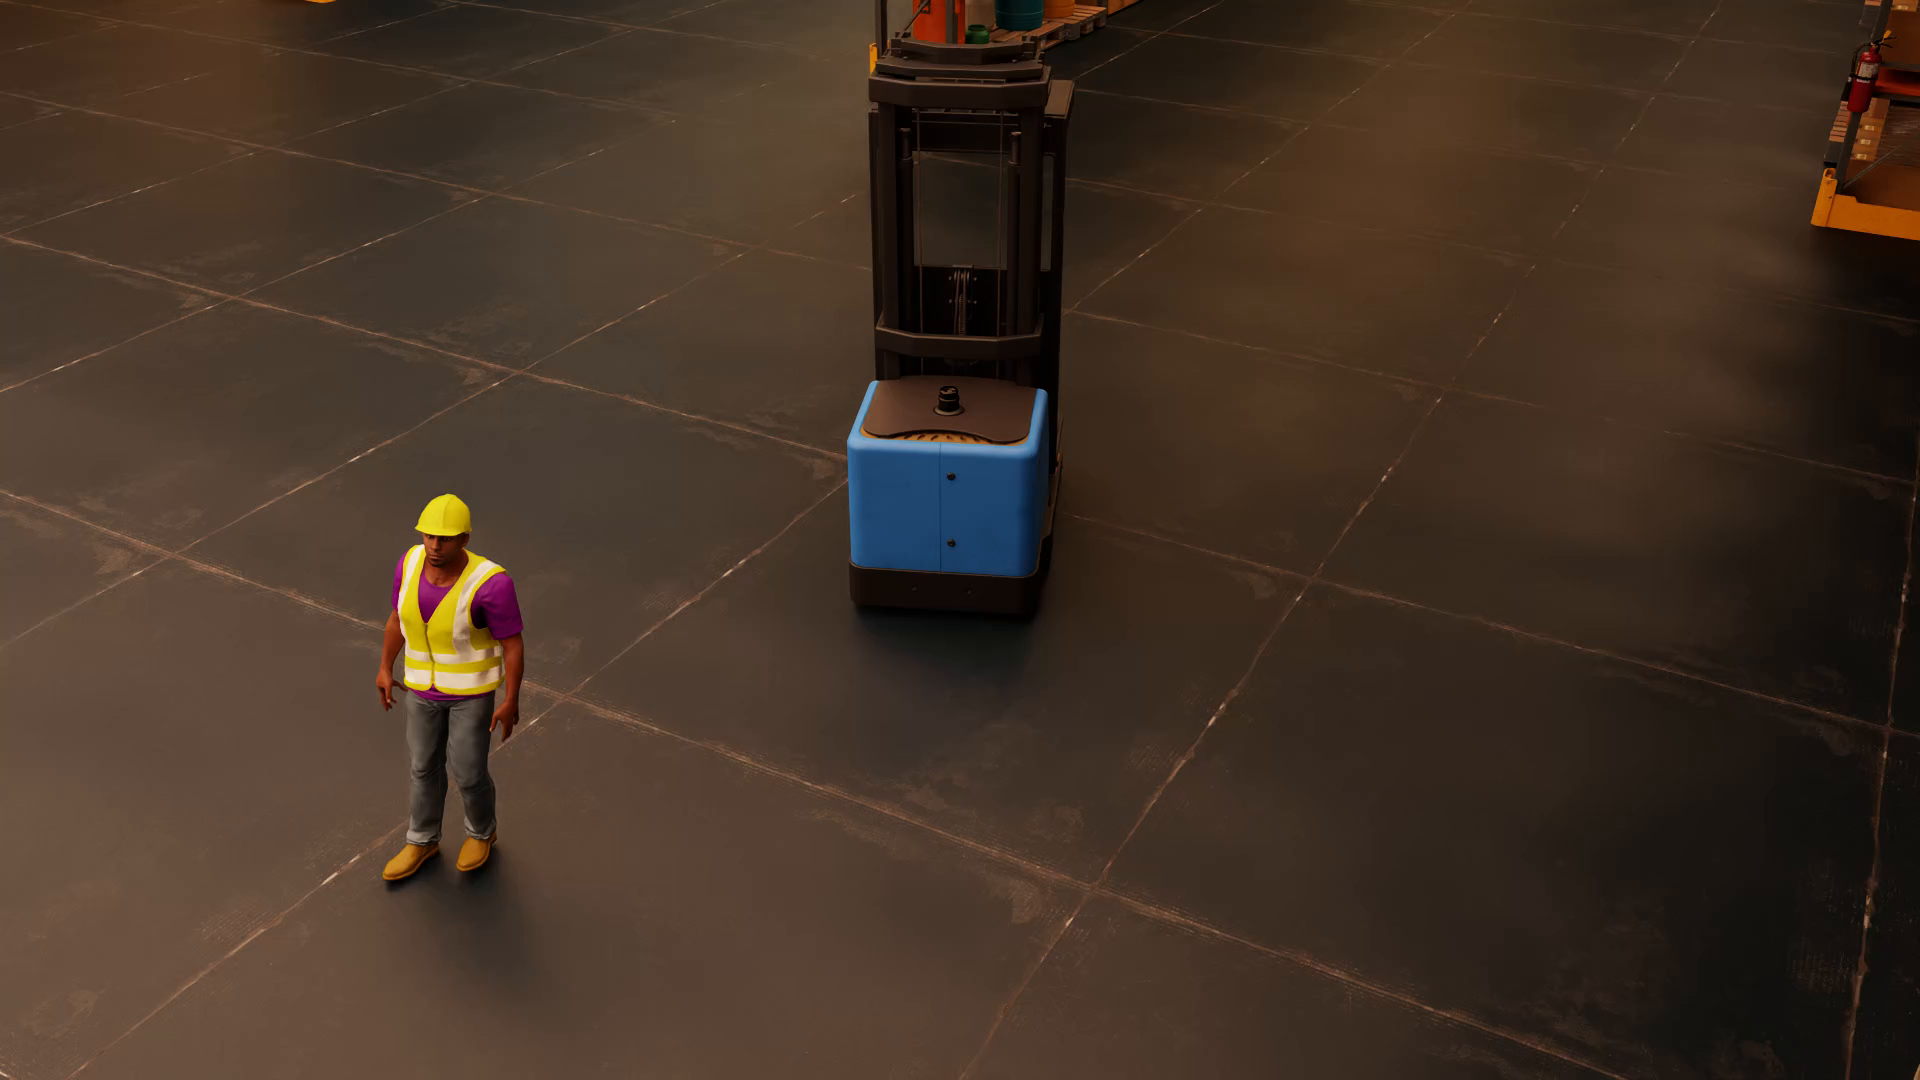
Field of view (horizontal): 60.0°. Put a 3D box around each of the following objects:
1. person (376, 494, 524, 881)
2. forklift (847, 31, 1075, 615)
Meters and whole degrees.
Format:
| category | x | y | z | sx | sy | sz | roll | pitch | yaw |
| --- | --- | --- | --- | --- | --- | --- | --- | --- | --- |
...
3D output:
| category | x | y | z | sx | sy | sz | roll | pitch | yaw |
| --- | --- | --- | --- | --- | --- | --- | --- | --- | --- |
| person | -2.194 | 0.657 | 7.086 | 0.666 | 1.762 | 0.591 | 8 | 31 | 14 |
| forklift | 0.072 | -1.572 | 9.794 | 1.130 | 2.935 | 3.031 | 3 | 30 | 6 |
